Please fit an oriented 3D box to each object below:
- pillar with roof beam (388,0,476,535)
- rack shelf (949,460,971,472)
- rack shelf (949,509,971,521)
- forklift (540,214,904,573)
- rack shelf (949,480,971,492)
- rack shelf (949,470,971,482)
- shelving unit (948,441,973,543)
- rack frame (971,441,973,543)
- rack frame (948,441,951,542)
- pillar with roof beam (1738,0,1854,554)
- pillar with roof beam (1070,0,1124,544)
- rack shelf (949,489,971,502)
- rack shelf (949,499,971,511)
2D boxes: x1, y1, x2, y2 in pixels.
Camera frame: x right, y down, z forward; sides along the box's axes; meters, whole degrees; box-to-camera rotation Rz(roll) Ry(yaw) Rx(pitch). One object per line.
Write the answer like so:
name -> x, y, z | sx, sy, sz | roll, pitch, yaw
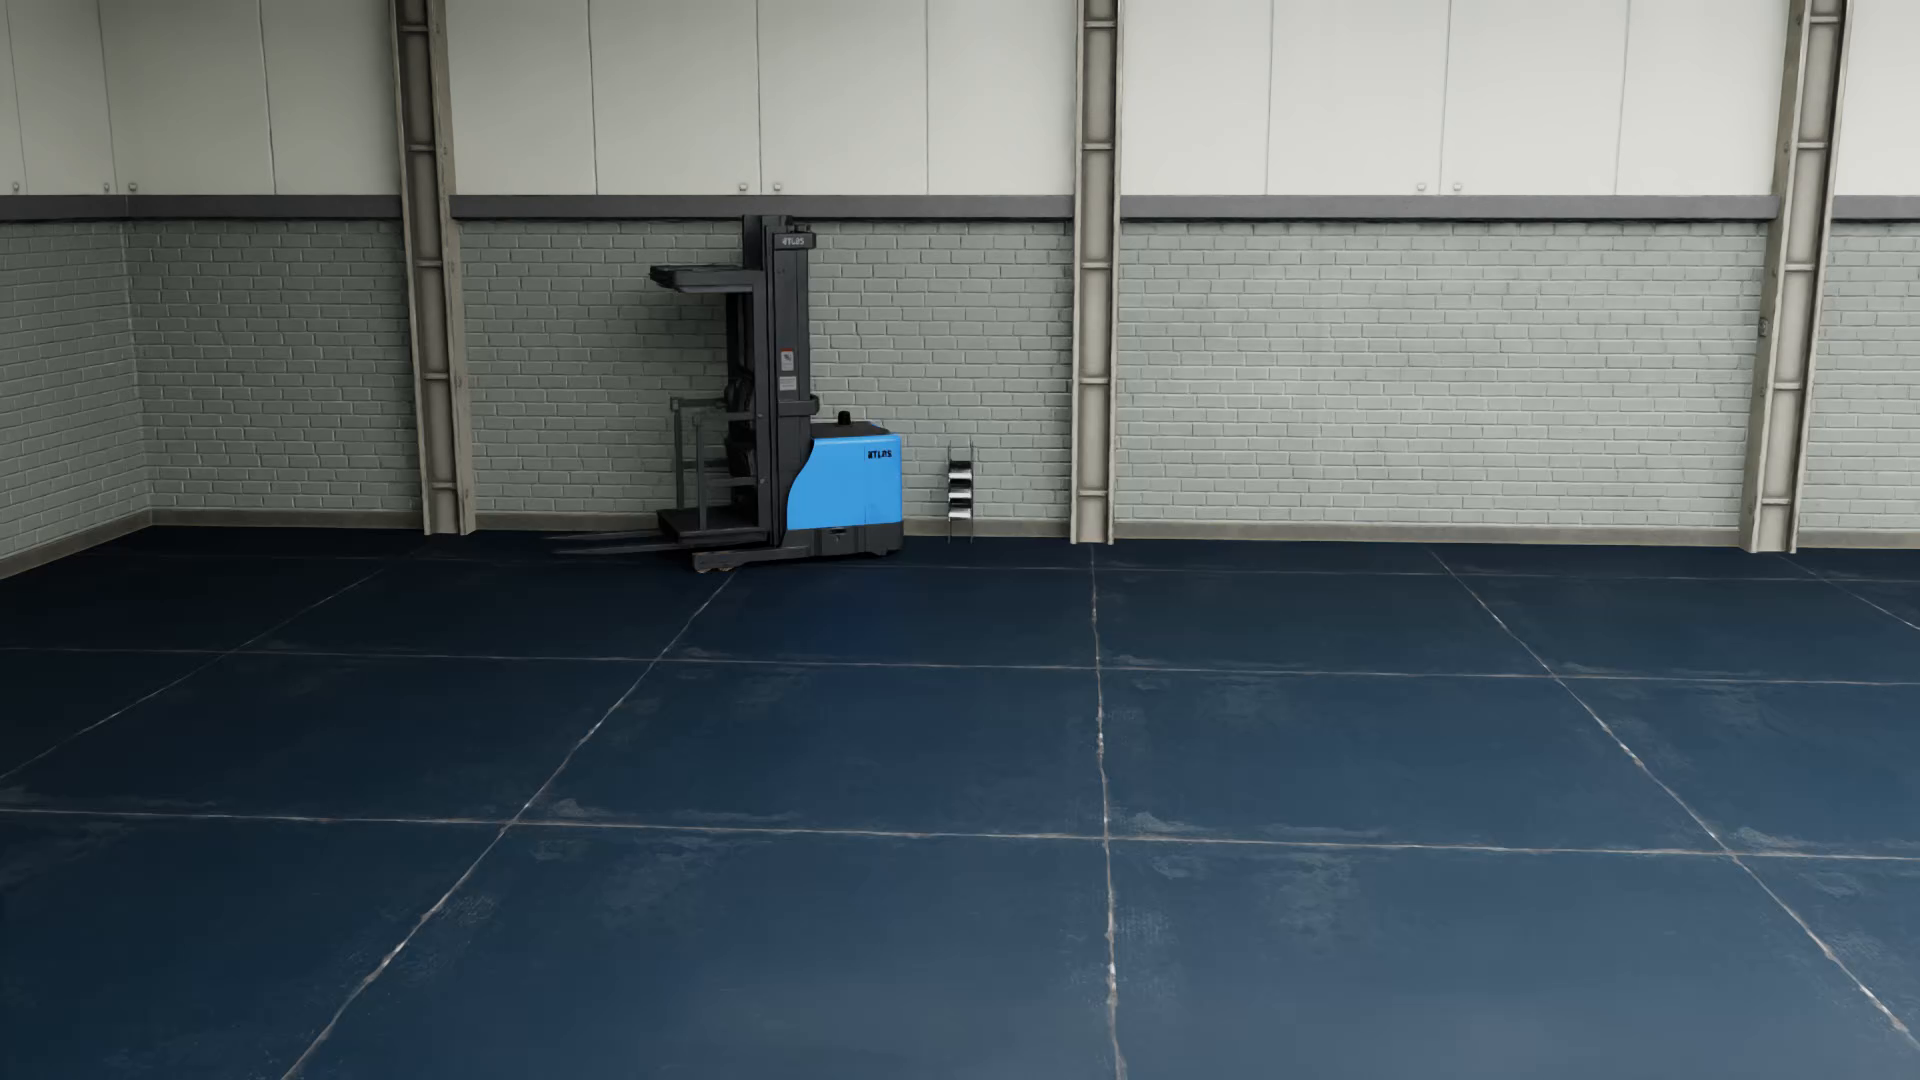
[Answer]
pillar with roof beam -> -5.070, -3.602, 10.490 | 0.400, 9.000, 9.100 | 1, 12, 4
rack shelf -> 0.008, -0.672, 15.109 | 0.200, 0.077, 0.258 | 1, 12, 4
rack shelf -> 0.008, -0.232, 15.201 | 0.200, 0.077, 0.258 | 1, 12, 4
forklift -> -2.068, -1.281, 14.215 | 3.031, 2.935, 1.130 | -4, 13, -20
rack shelf -> 0.008, -0.496, 15.146 | 0.200, 0.077, 0.258 | 1, 12, 4
rack shelf -> 0.008, -0.584, 15.127 | 0.200, 0.077, 0.258 | 1, 12, 4
shelving unit -> 0.008, -0.440, 15.157 | 0.210, 0.900, 0.258 | 1, 12, 4
rack frame -> 0.110, -0.439, 15.151 | 0.006, 0.900, 0.240 | 1, 12, 4
rack frame -> -0.093, -0.442, 15.164 | 0.006, 0.900, 0.240 | 1, 12, 4
pillar with roof beam -> 6.903, -3.437, 9.705 | 0.400, 9.000, 9.100 | 1, 12, 4
pillar with roof beam -> 0.916, -3.520, 10.097 | 0.400, 9.000, 9.100 | 1, 12, 4
rack shelf -> 0.008, -0.408, 15.164 | 0.200, 0.077, 0.258 | 1, 12, 4
rack shelf -> 0.008, -0.320, 15.183 | 0.200, 0.077, 0.258 | 1, 12, 4
